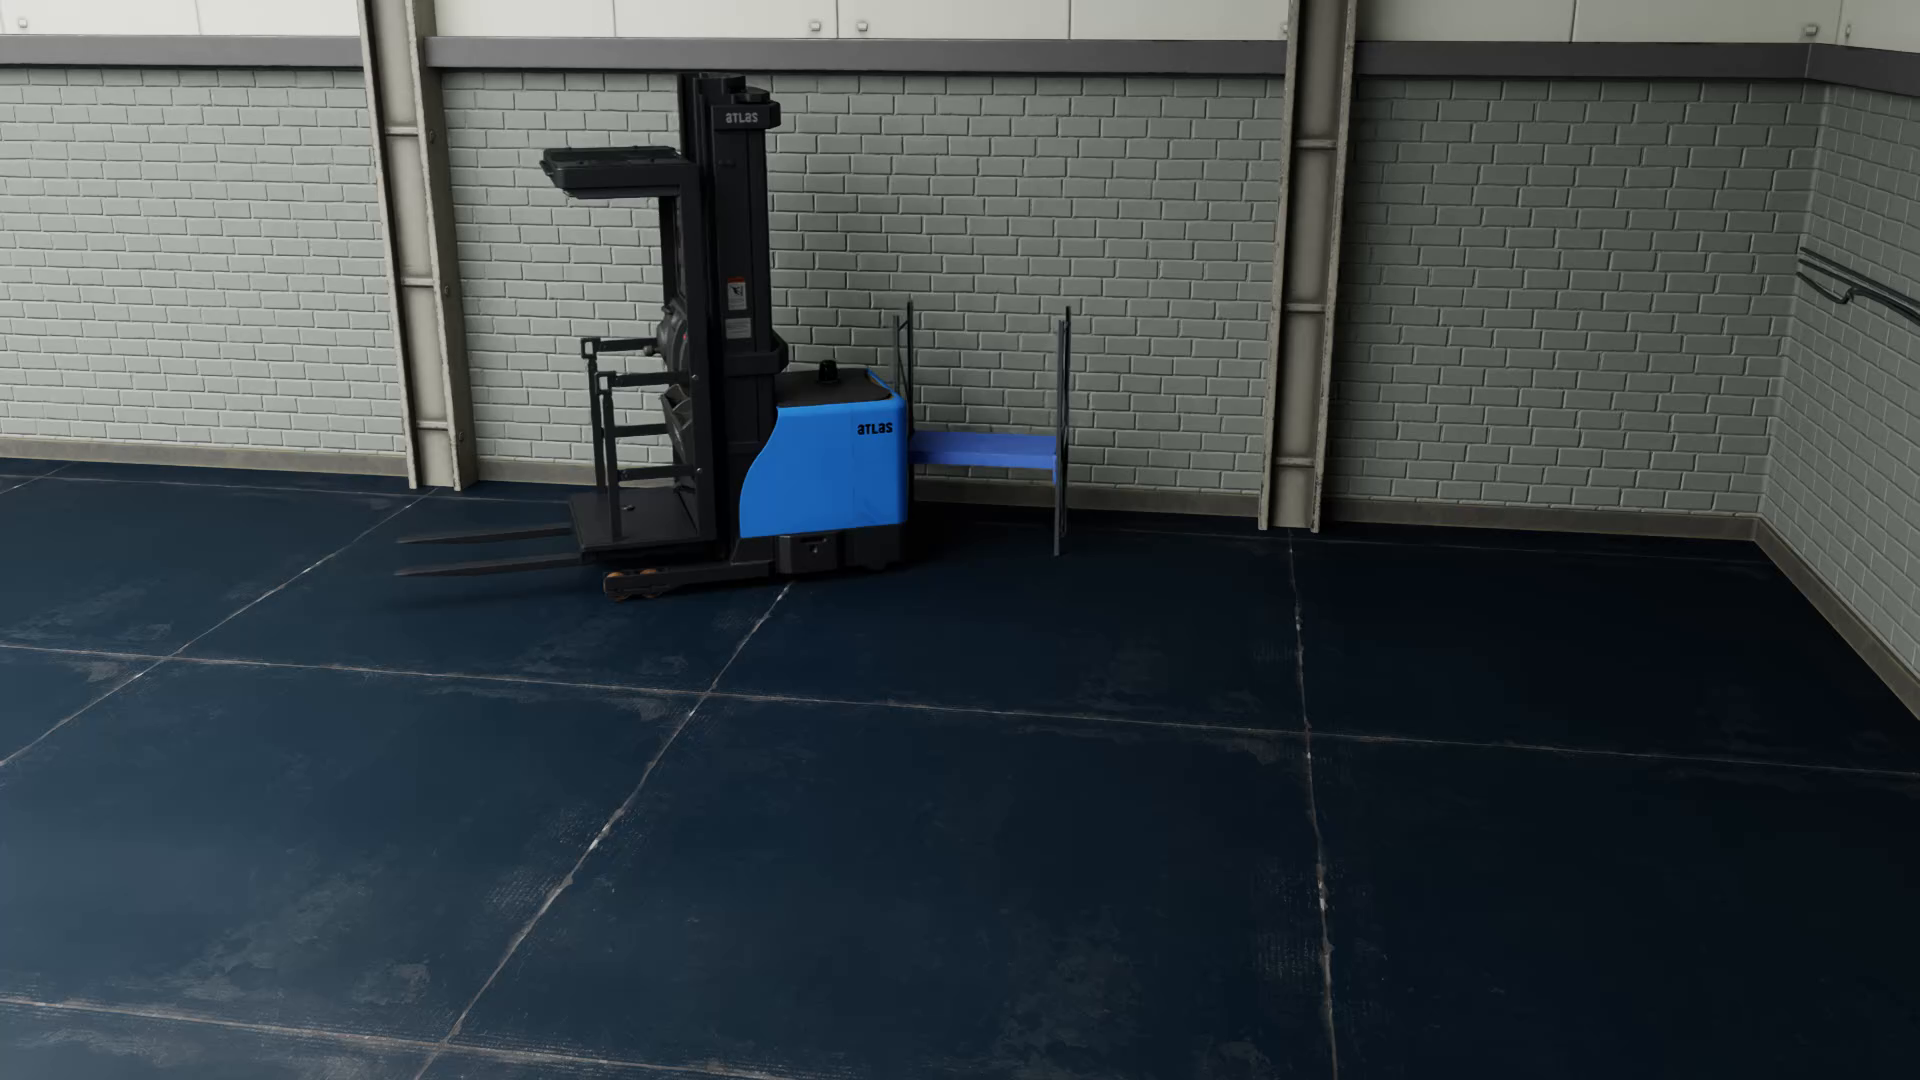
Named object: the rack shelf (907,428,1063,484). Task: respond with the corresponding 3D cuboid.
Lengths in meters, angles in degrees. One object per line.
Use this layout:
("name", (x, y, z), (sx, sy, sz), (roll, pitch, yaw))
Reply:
("rack shelf", (0.146, -0.542, 10.627), (1.000, 0.185, 0.538), (3, 19, 9))

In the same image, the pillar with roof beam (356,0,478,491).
("pillar with roof beam", (-4.409, -3.328, 6.568), (0.400, 9.000, 9.100), (3, 19, 9))

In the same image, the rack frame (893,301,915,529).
("rack frame", (-0.356, -0.738, 10.647), (0.032, 1.500, 0.500), (3, 19, 9))

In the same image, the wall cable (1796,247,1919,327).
("wall cable", (4.897, -2.340, 8.508), (0.112, 2.526, 3.097), (3, 19, 9))

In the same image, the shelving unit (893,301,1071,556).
("shelving unit", (0.146, -0.713, 10.570), (1.048, 1.500, 0.538), (3, 19, 9))

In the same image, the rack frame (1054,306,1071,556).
("rack frame", (0.648, -0.688, 10.494), (0.032, 1.500, 0.500), (3, 19, 9))

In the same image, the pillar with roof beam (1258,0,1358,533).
("pillar with roof beam", (1.515, -3.026, 5.666), (0.400, 9.000, 9.100), (3, 19, 9))

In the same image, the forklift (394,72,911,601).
("forklift", (-1.880, -1.220, 9.830), (3.031, 2.935, 1.130), (-5, 19, -16))
